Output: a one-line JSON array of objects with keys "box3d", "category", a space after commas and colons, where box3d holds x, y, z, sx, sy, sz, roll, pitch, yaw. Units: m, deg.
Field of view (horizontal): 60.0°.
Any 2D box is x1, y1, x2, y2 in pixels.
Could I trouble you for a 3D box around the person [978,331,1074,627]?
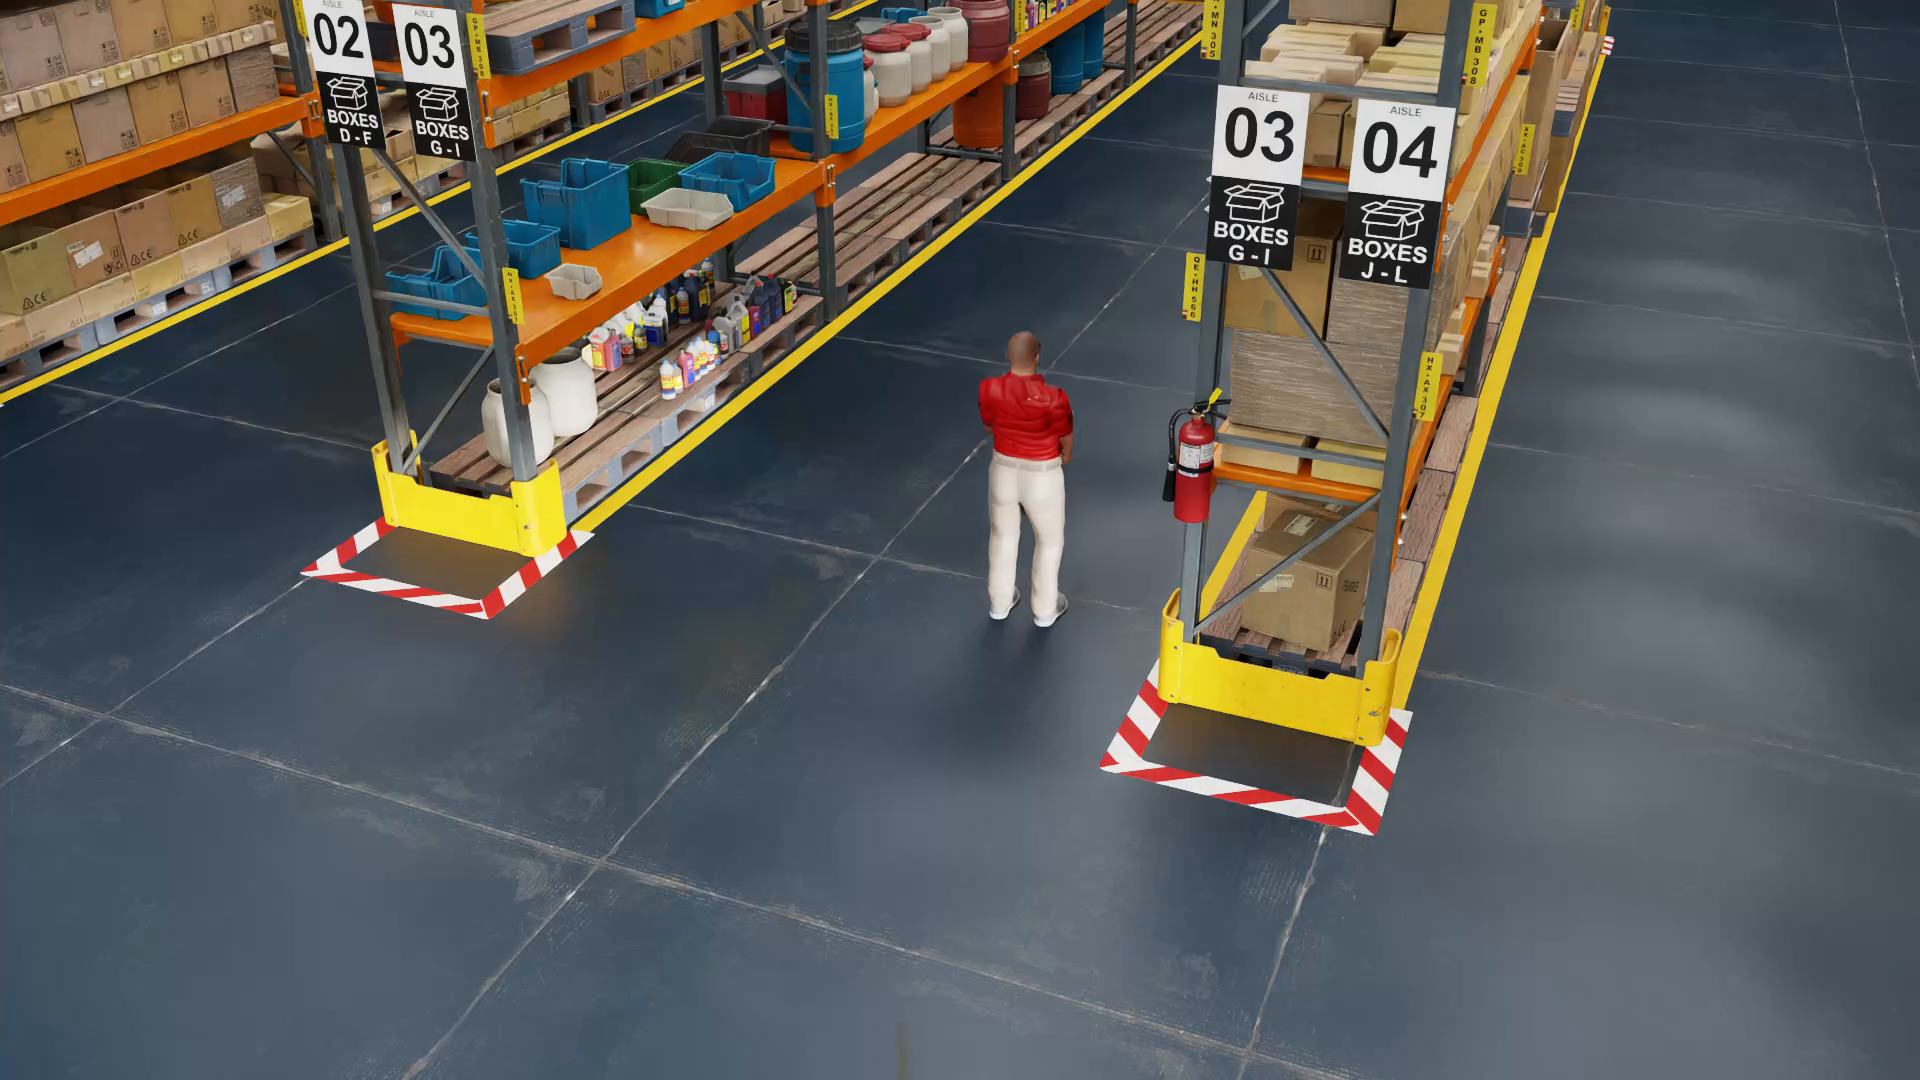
[{"box3d": [0.385, -0.372, 9.073, 0.514, 1.724, 0.513, 11, 31, 19], "category": "person"}]
